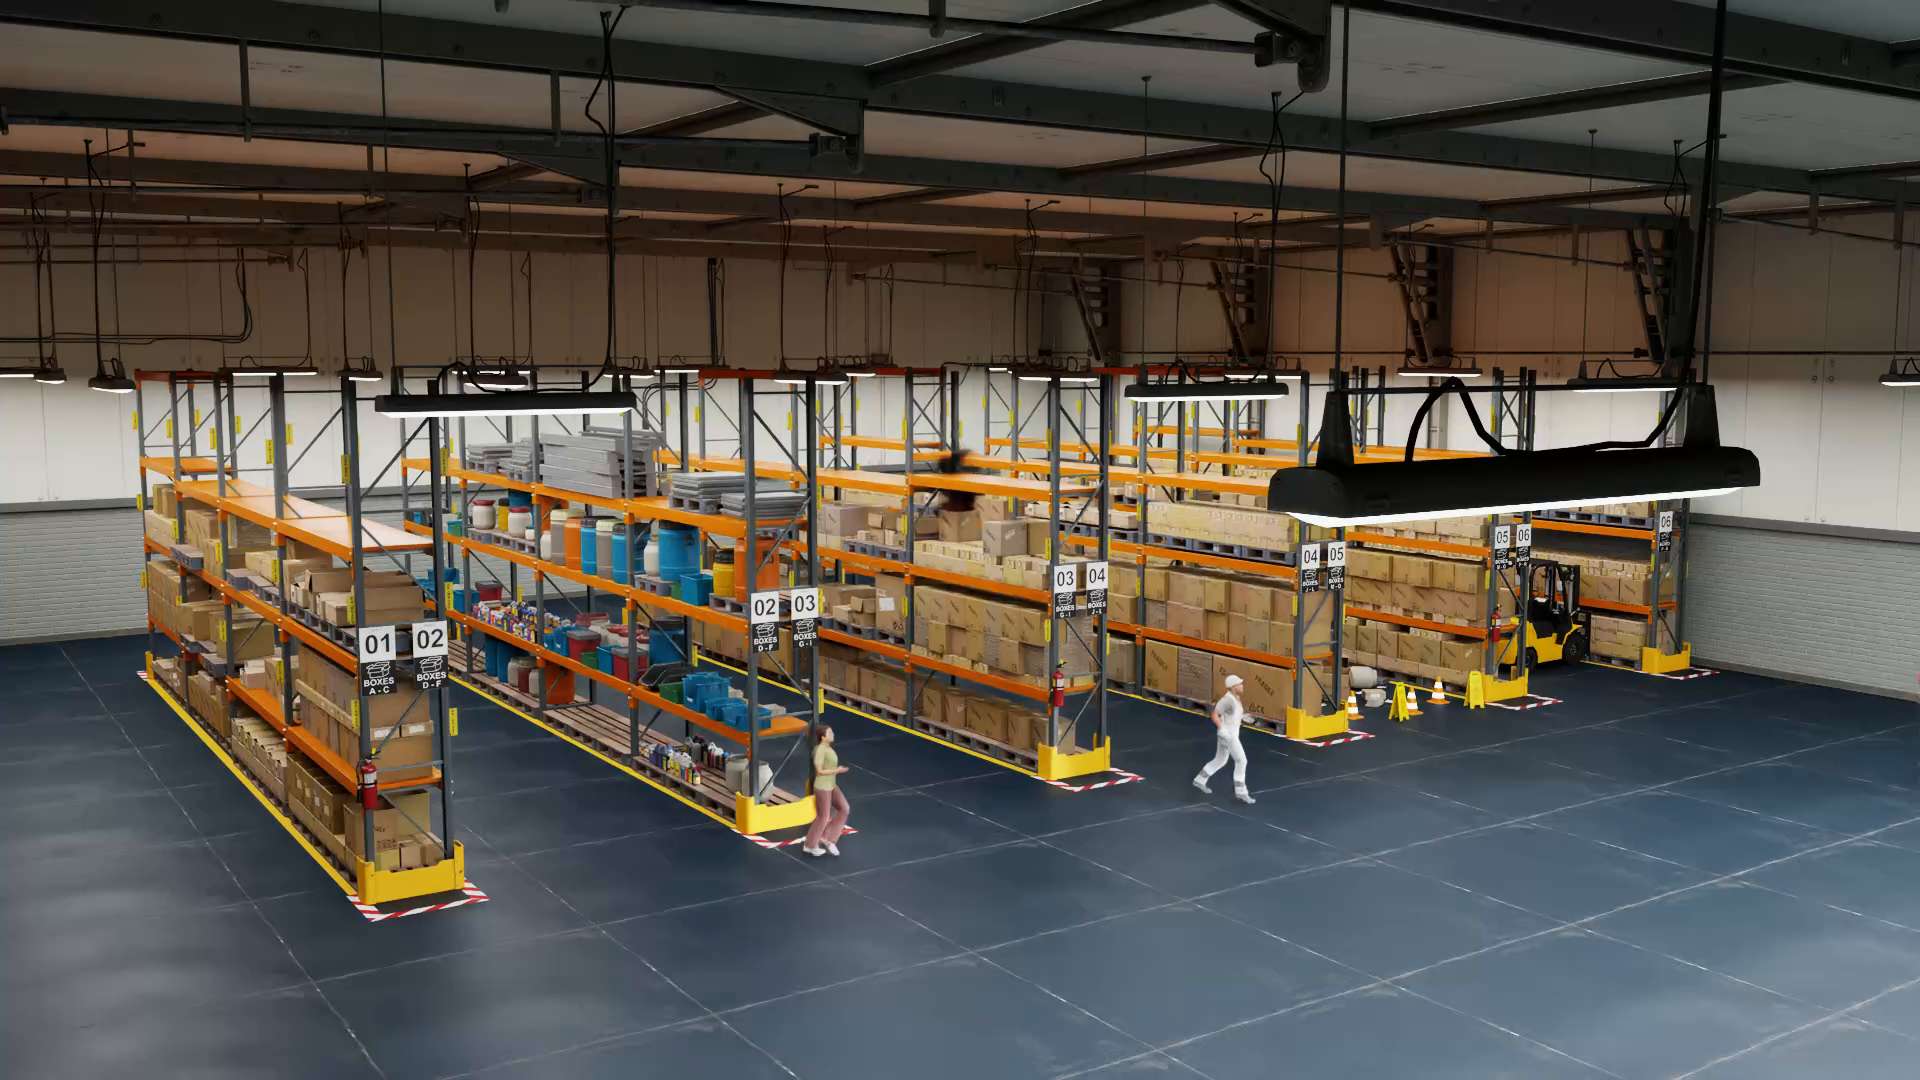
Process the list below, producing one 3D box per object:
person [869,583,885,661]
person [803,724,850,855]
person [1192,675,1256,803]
[{"bbox_3d":[-1.765,1.695,33.573,0.567,1.706,0.915,-5,8,-35],"label":"person"},{"bbox_3d":[-1.679,3.154,20.924,0.607,1.707,0.584,1,7,8],"label":"person"},{"bbox_3d":[3.748,2.787,23.513,0.899,1.808,0.626,1,7,12],"label":"person"}]
